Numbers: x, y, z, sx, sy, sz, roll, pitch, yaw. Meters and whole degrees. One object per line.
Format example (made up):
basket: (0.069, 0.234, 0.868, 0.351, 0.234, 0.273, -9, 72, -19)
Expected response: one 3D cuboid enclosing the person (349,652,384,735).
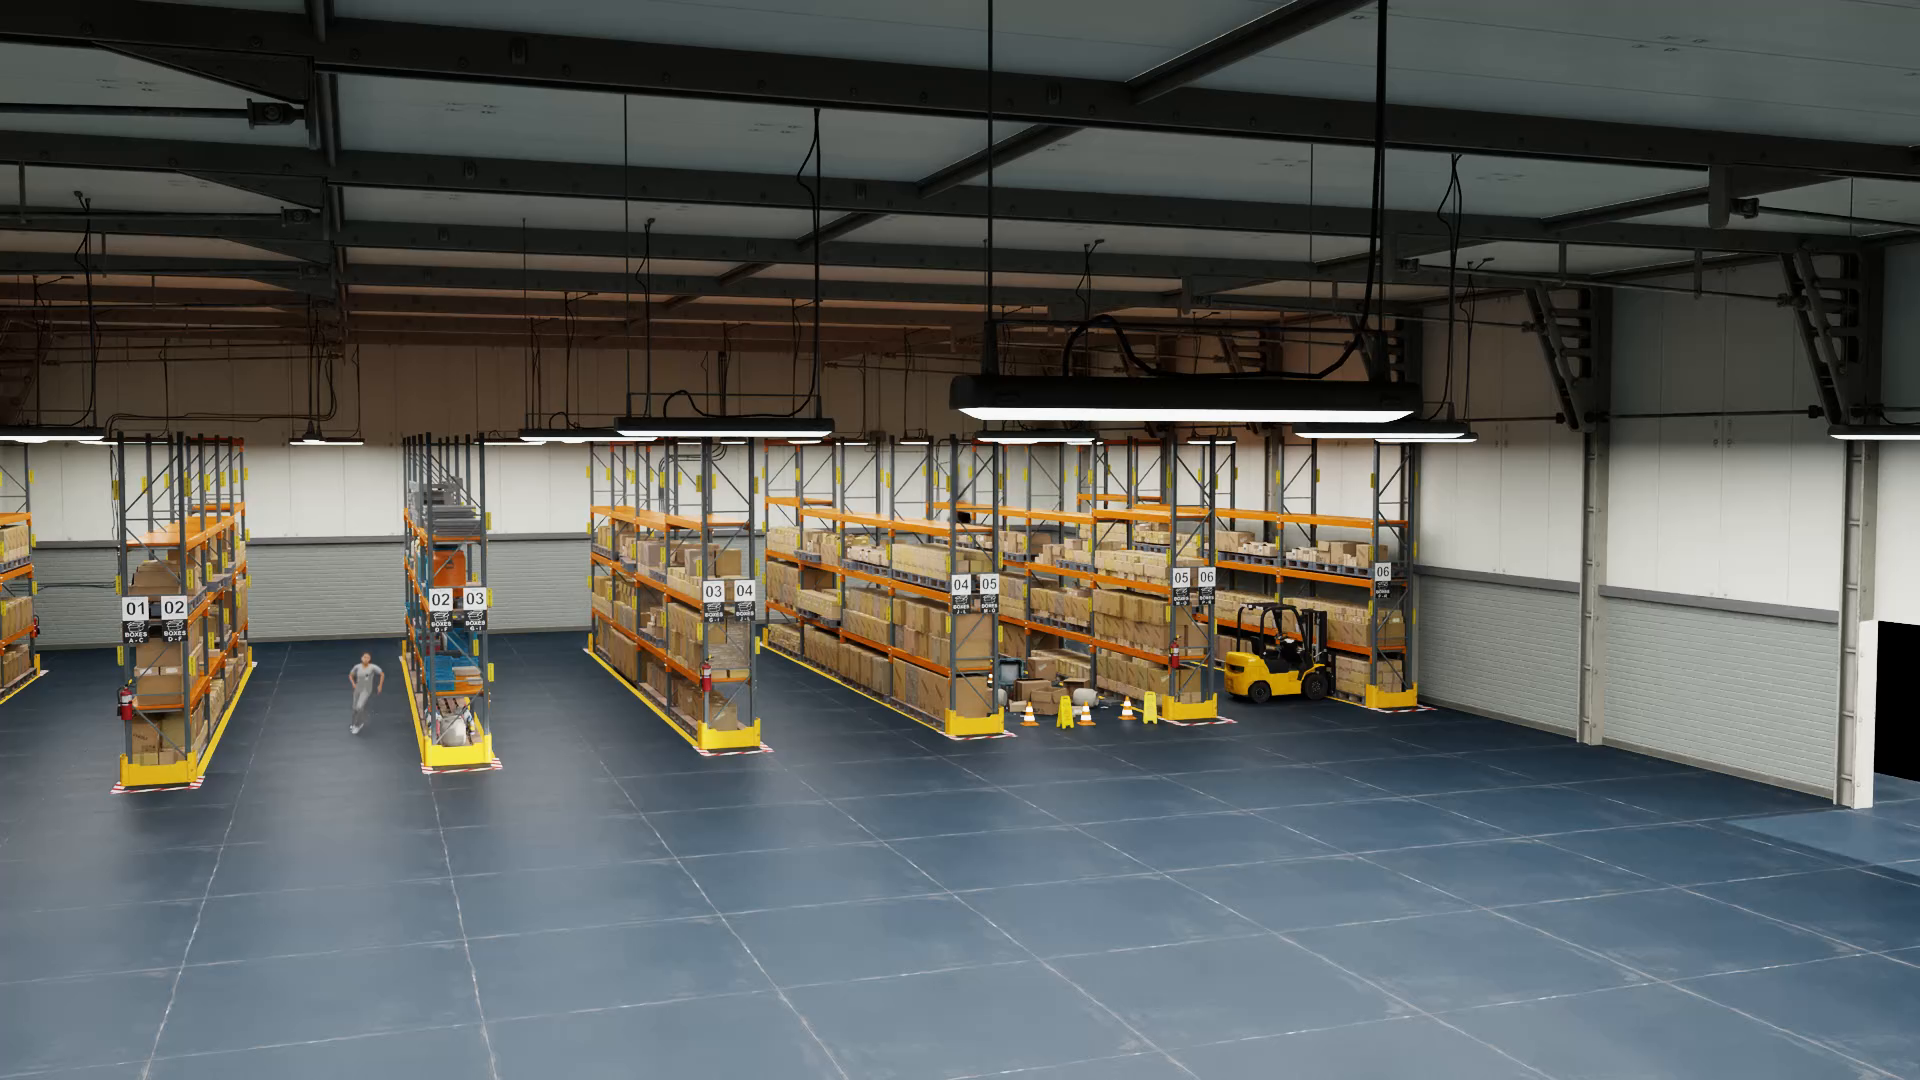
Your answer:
person: (-11.968, 3.065, 33.409, 0.700, 1.672, 0.681, 0, 3, 3)
